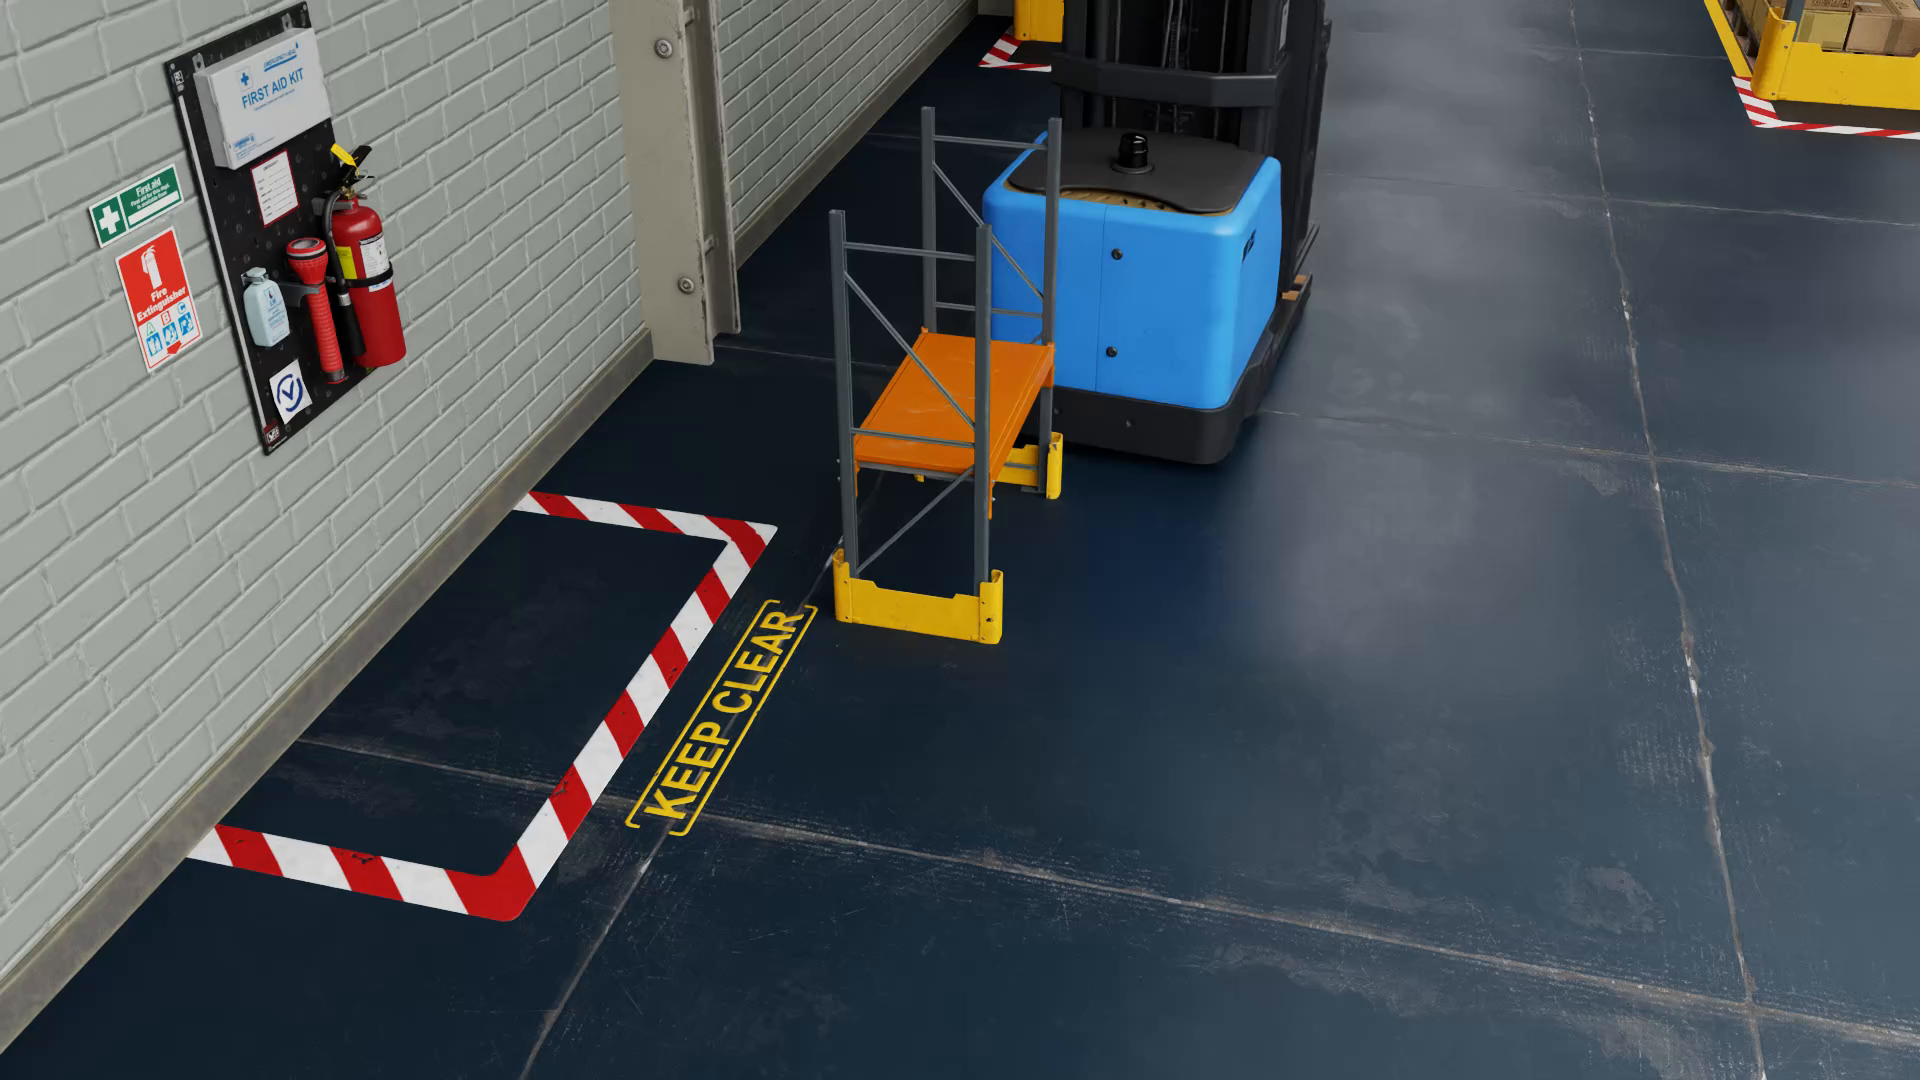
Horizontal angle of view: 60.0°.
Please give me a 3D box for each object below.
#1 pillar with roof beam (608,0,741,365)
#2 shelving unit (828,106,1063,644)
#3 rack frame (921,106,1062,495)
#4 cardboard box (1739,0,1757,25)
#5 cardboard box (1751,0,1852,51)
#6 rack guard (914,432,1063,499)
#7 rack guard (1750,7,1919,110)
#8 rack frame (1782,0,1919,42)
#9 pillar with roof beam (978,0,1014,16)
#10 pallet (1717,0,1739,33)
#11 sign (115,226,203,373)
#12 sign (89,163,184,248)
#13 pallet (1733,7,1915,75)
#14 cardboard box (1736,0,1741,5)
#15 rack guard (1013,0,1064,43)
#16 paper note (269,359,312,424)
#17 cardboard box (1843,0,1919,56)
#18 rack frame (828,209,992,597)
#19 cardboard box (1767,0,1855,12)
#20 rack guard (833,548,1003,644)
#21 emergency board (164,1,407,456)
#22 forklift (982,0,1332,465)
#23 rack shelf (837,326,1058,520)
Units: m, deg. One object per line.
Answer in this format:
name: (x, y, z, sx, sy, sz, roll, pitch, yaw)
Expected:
pillar with roof beam: (2.939, -4.121, 4.345, 9.100, 9.000, 0.400, 8, 33, 12)
shelving unit: (-0.019, -0.593, 5.785, 0.587, 1.500, 1.083, 8, 33, 12)
rack frame: (0.107, -0.852, 6.193, 0.500, 1.500, 0.032, 8, 33, 12)
cardboard box: (5.715, -3.732, 11.496, 0.500, 0.250, 0.500, 8, 33, 12)
cardboard box: (5.600, -3.471, 11.086, 0.500, 0.250, 0.500, 8, 33, 12)
rack guard: (0.107, -0.324, 6.527, 0.587, 0.250, 0.087, 8, 33, 12)
rack guard: (5.743, -3.068, 10.611, 1.175, 0.500, 0.348, 8, 33, 12)
rack frame: (5.750, -4.136, 9.959, 1.000, 3.000, 0.127, 8, 33, 12)
pillar with roof beam: (4.462, -7.235, 9.243, 9.100, 9.000, 0.400, 8, 33, 12)
pallet: (6.215, -3.993, 12.334, 1.003, 0.211, 1.213, 8, 33, 12)
sign: (-2.129, -0.641, 4.428, 0.001, 0.329, 0.234, 8, 33, 12)
sign: (-2.119, -0.865, 4.288, 0.001, 0.109, 0.331, 8, 33, 12)
pallet: (5.903, -3.361, 11.341, 1.003, 0.211, 1.213, 8, 33, 12)
cardboard box: (5.840, -3.992, 11.905, 0.500, 0.250, 0.500, 8, 33, 12)
rack guard: (0.976, -3.793, 11.750, 1.175, 0.500, 0.348, 8, 33, 12)
paper note: (-2.000, -0.444, 4.974, 0.016, 0.148, 0.142, 8, 33, 12)
cardboard box: (6.101, -3.401, 10.975, 0.500, 0.250, 0.500, 8, 33, 12)
rack frame: (-0.151, -0.325, 5.363, 0.500, 1.500, 0.032, 8, 33, 12)
cardboard box: (5.598, -3.788, 10.885, 0.500, 0.500, 0.500, 8, 33, 12)
rack guard: (-0.146, 0.192, 5.714, 0.587, 0.250, 0.087, 8, 33, 12)
emergency board: (-1.889, -0.898, 4.867, 0.194, 1.169, 0.643, 8, 33, 12)
forklift: (1.055, -2.317, 7.163, 1.130, 2.935, 3.031, 11, 34, 17)
rack shelf: (-0.022, -0.437, 5.874, 0.538, 0.185, 1.000, 8, 33, 12)
